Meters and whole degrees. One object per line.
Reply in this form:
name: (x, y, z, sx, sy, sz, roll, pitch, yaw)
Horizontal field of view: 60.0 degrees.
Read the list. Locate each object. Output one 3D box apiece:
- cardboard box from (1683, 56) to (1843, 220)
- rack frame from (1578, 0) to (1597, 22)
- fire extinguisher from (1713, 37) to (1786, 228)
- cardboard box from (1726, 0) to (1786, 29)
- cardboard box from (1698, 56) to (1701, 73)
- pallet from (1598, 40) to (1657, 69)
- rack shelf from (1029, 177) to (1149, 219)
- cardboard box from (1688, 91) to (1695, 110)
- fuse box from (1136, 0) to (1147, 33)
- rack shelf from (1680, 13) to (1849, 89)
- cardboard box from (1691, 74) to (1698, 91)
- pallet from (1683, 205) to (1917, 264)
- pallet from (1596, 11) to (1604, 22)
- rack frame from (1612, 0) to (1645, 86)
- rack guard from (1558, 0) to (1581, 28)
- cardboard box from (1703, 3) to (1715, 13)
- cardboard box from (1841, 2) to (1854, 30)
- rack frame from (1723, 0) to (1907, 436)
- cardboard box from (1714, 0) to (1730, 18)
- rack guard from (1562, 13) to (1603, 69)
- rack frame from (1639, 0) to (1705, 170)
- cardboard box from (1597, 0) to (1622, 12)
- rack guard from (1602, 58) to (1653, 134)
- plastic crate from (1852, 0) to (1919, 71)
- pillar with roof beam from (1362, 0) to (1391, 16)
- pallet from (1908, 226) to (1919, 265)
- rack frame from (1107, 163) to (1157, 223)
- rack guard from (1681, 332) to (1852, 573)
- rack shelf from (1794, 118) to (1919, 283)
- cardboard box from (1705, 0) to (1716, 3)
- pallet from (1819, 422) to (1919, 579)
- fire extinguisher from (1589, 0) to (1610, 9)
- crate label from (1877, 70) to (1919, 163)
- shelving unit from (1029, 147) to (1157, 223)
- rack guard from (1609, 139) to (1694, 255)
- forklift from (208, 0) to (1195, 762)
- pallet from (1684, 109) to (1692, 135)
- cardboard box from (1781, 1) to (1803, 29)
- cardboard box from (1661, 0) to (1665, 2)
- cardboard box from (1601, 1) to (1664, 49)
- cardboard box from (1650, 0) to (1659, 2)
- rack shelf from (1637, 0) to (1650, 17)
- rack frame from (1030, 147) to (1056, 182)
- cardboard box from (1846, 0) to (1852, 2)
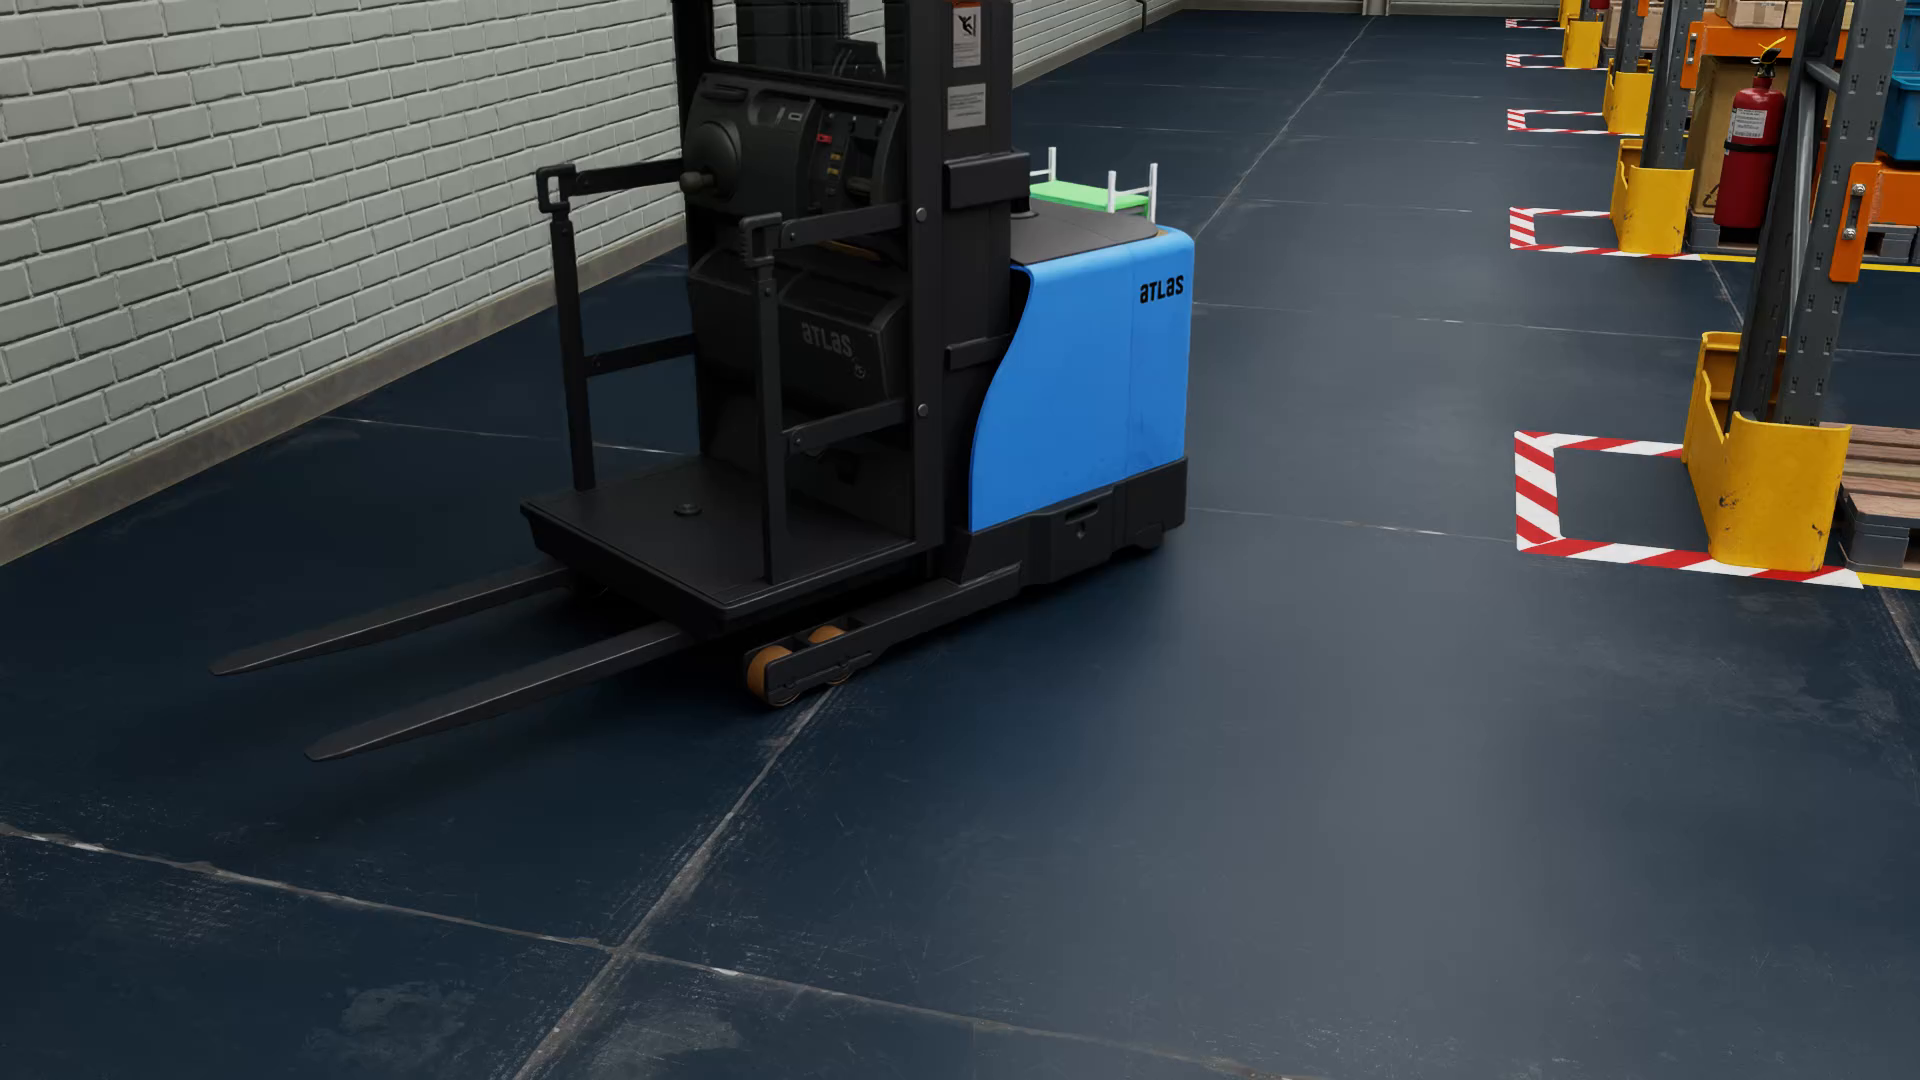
cardboard box: (4.951, -2.475, 10.097, 0.875, 0.875, 0.875, 7, 23, 16)
rack frame: (7.178, -6.905, 18.651, 0.127, 3.000, 1.000, 7, 23, 16)
fire extinguisher: (2.871, -1.478, 6.015, 0.183, 0.674, 0.296, 7, 23, 16)
cardboard box: (4.560, -3.029, 9.534, 0.250, 0.149, 0.380, 7, 23, 16)
cardboard box: (6.248, -4.065, 14.147, 0.250, 0.149, 0.380, 5, 23, 13)
pallet: (7.966, -5.556, 19.036, 1.213, 0.211, 1.003, 7, 23, 16)
rack shelf: (0.430, -1.184, 5.980, 0.258, 0.148, 0.480, -20, 30, -40)
cardboard box: (6.254, -3.797, 14.277, 0.250, 0.149, 0.380, 7, 23, 17)
fuse box: (2.519, -7.666, 22.204, 0.414, 1.711, 0.539, 7, 23, 16)
rack shelf: (6.230, -2.752, 9.475, 4.000, 0.370, 1.077, 7, 23, 16)
cardboard box: (6.272, -3.958, 14.277, 0.250, 0.149, 0.380, 8, 23, 18)
pallet: (5.103, -1.955, 10.258, 1.213, 0.211, 1.003, 7, 23, 16)
pallet: (9.444, -7.323, 23.345, 1.213, 0.211, 1.003, 7, 23, 16)
rack frame: (5.845, -5.095, 14.240, 0.127, 3.000, 1.000, 7, 23, 16)
rack guard: (8.681, -7.544, 23.503, 0.348, 0.500, 1.175, 7, 23, 16)
cardboard box: (8.717, -5.781, 18.733, 0.875, 0.438, 0.875, 7, 23, 17)
cardboard box: (5.051, -2.974, 9.398, 0.250, 0.149, 0.380, 6, 23, 14)
rack frame: (2.884, -1.505, 5.486, 0.127, 3.000, 1.000, 7, 23, 16)
cardboard box: (4.751, -3.269, 10.118, 0.250, 0.149, 0.380, 7, 23, 17)
rack guard: (7.155, -5.751, 19.132, 0.348, 0.500, 1.175, 7, 23, 16)
rack frame: (4.315, -3.304, 9.873, 0.127, 3.000, 1.000, 7, 23, 16)
cardboard box: (9.166, -7.647, 23.195, 0.637, 0.503, 0.797, 6, 23, 13)
rack guard: (5.917, -3.931, 14.694, 0.348, 0.500, 1.175, 7, 23, 16)
plastic crate: (3.259, -1.580, 5.544, 0.499, 0.435, 0.616, 7, 23, 16)
pillar with roof beam: (5.043, -10.543, 19.616, 0.400, 9.000, 9.100, 7, 23, 16)
pallet: (6.267, -1.821, 9.930, 1.213, 0.211, 1.003, 7, 23, 16)
rack frame: (0.598, -0.732, 5.974, 0.240, 1.200, 0.015, -20, 30, -40)
rack guard: (2.858, -0.346, 5.956, 0.348, 0.500, 1.175, 7, 23, 16)
rack shelf: (4.799, -0.953, 5.088, 4.000, 0.370, 1.077, 7, 23, 16)
cardboard box: (10.451, -7.443, 22.703, 0.500, 0.500, 0.500, 7, 23, 17)
pallet: (3.663, -0.110, 5.761, 1.213, 0.211, 1.003, 7, 23, 16)
fire extinguisher: (5.737, -5.082, 14.801, 0.183, 0.674, 0.296, 7, 23, 16)
crate label: (3.026, -1.309, 5.149, 0.303, 0.233, 0.416, 7, 23, 16)
shelving unit: (0.430, -0.799, 6.138, 0.258, 1.200, 0.503, -20, 30, -40)
rack guard: (4.292, -2.151, 10.354, 0.348, 0.500, 1.175, 7, 23, 16)
forklift: (-0.644, -1.114, 4.624, 3.031, 2.935, 1.130, -20, 29, -39)
pallet: (6.685, -3.695, 14.500, 1.213, 0.211, 1.003, 7, 23, 16)
cardboard box: (4.806, -3.002, 9.467, 0.250, 0.149, 0.380, 6, 23, 15)
cardboard box: (9.973, -7.537, 22.933, 0.500, 0.500, 0.700, 8, 23, 18)
cardboard box: (7.839, -5.878, 18.970, 0.875, 0.438, 0.875, 6, 23, 14)
cardboard box: (9.562, -7.422, 23.115, 0.250, 0.149, 0.380, 6, 23, 13)
rack shelf: (7.759, -4.543, 13.842, 4.000, 0.370, 1.077, 7, 23, 16)
rack frame: (0.262, -0.866, 6.301, 0.240, 1.200, 0.015, -20, 30, -40)
cardboard box: (5.196, -3.167, 9.345, 0.500, 0.250, 0.500, 6, 23, 15)
